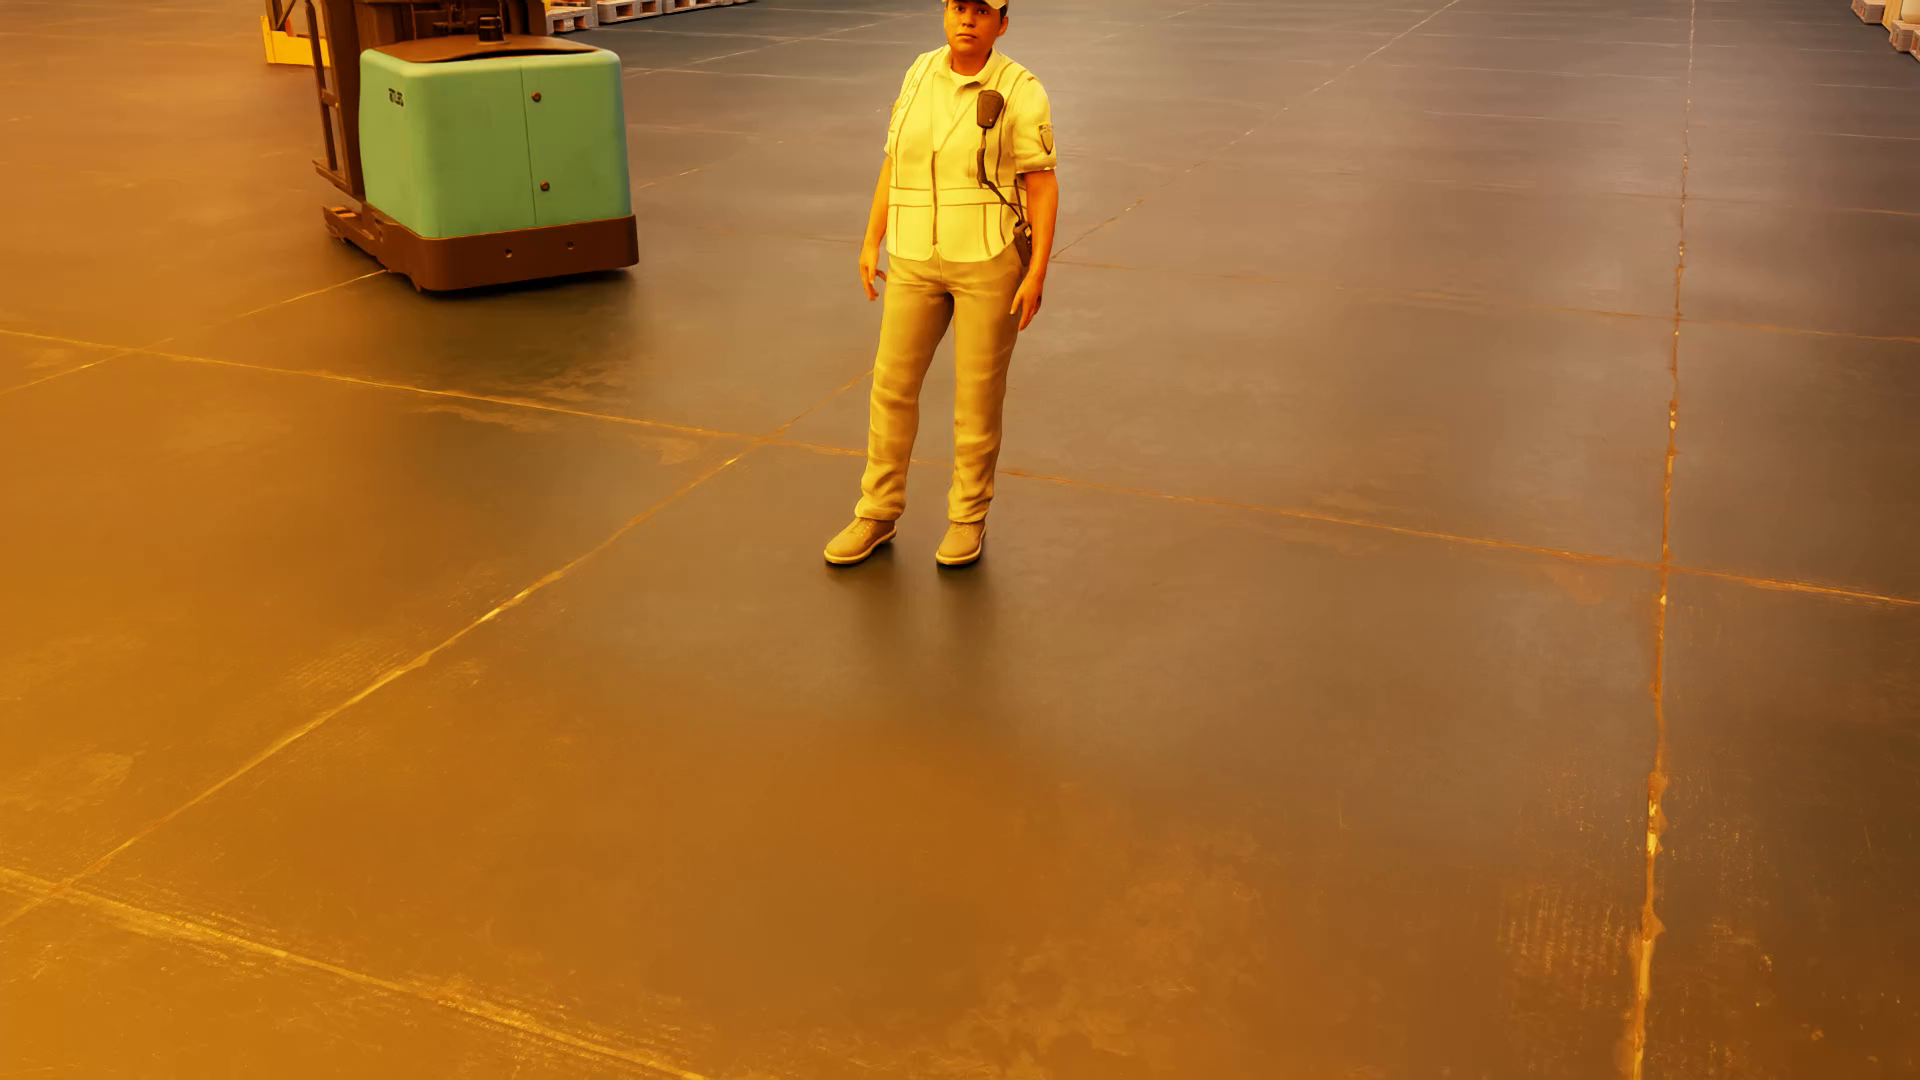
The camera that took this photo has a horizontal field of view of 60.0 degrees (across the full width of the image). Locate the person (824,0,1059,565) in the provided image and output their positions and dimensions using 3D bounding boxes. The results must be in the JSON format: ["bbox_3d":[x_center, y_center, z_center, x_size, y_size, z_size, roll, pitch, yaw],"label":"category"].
[{"bbox_3d":[-0.051,-0.751,4.712,0.598,1.670,0.529,9,24,21],"label":"person"}]

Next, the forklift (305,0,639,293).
[{"bbox_3d":[-2.793,-3.017,8.511,1.130,2.935,3.031,-14,26,-30],"label":"forklift"}]
